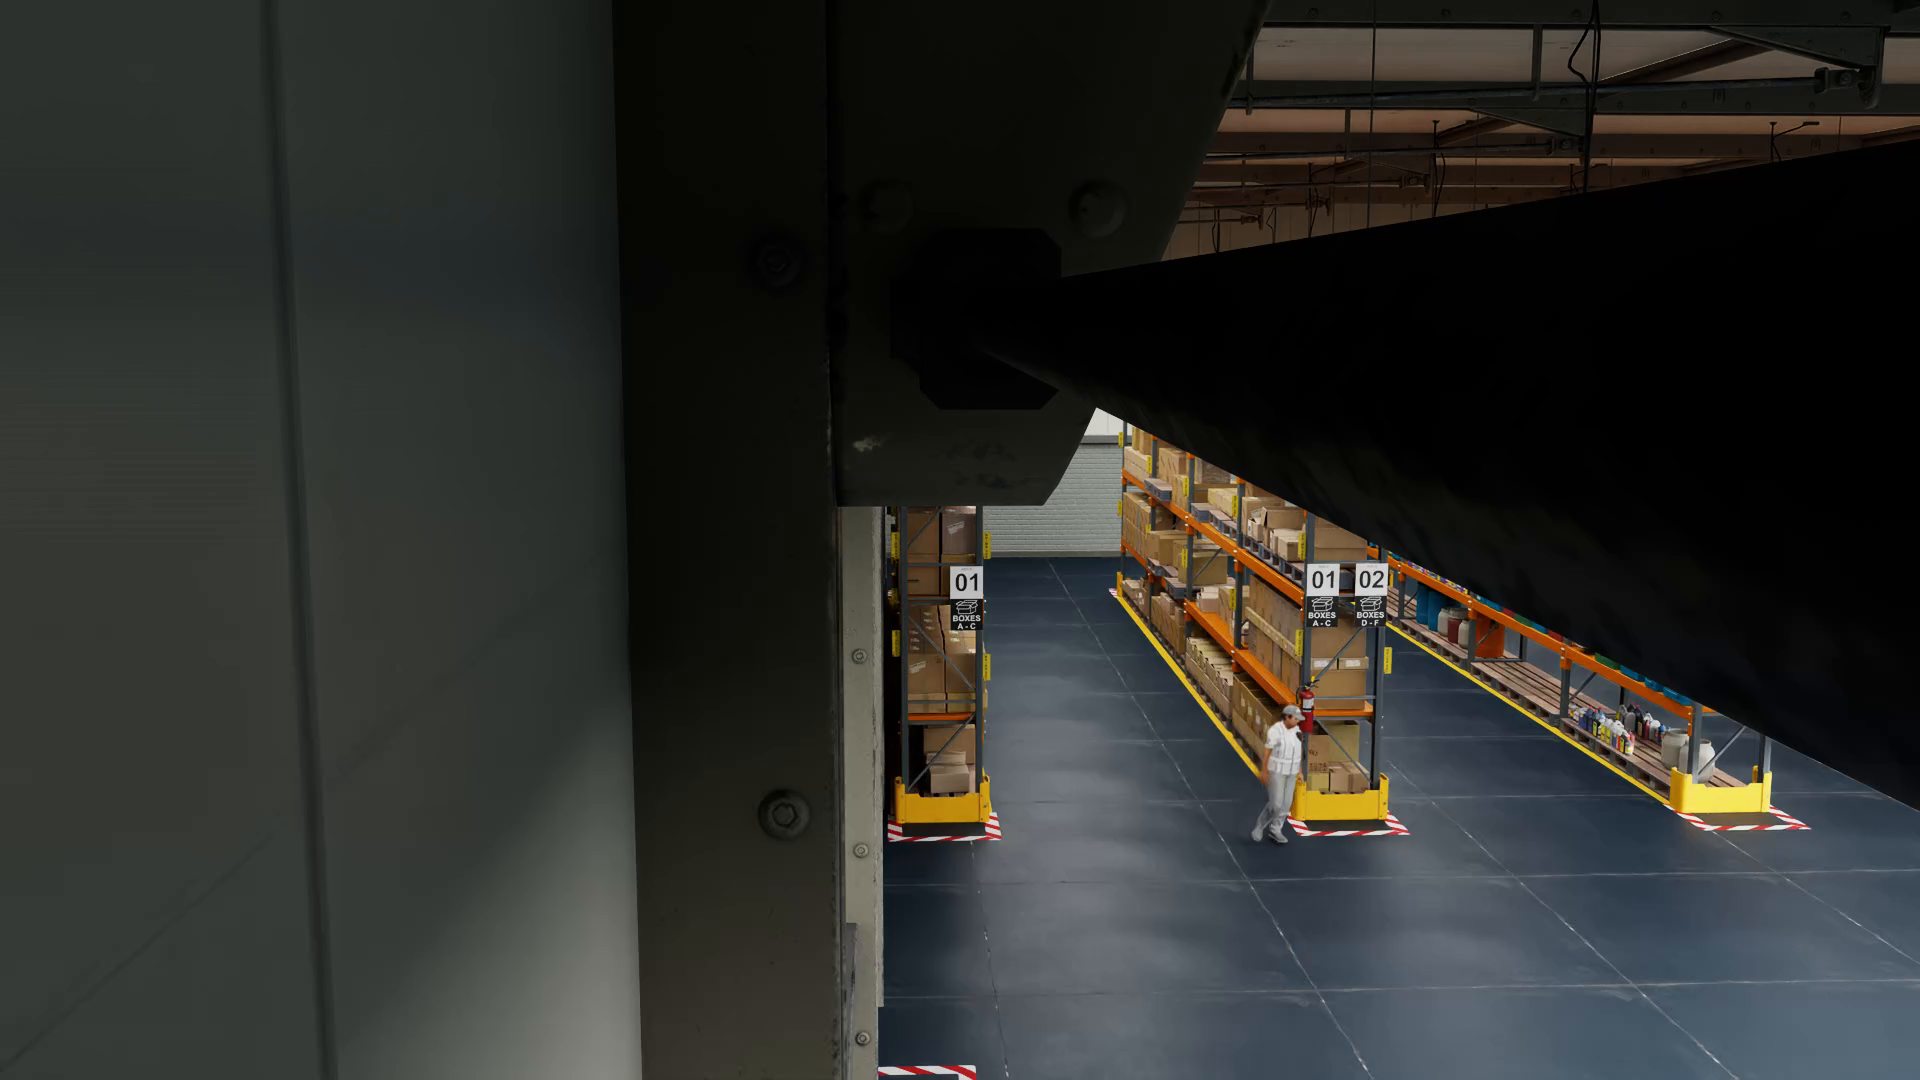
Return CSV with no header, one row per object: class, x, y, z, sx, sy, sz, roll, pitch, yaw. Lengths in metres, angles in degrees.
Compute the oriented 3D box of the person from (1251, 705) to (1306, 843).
person,3.777,2.753,19.649,0.621,1.649,0.451,-5,9,-30
